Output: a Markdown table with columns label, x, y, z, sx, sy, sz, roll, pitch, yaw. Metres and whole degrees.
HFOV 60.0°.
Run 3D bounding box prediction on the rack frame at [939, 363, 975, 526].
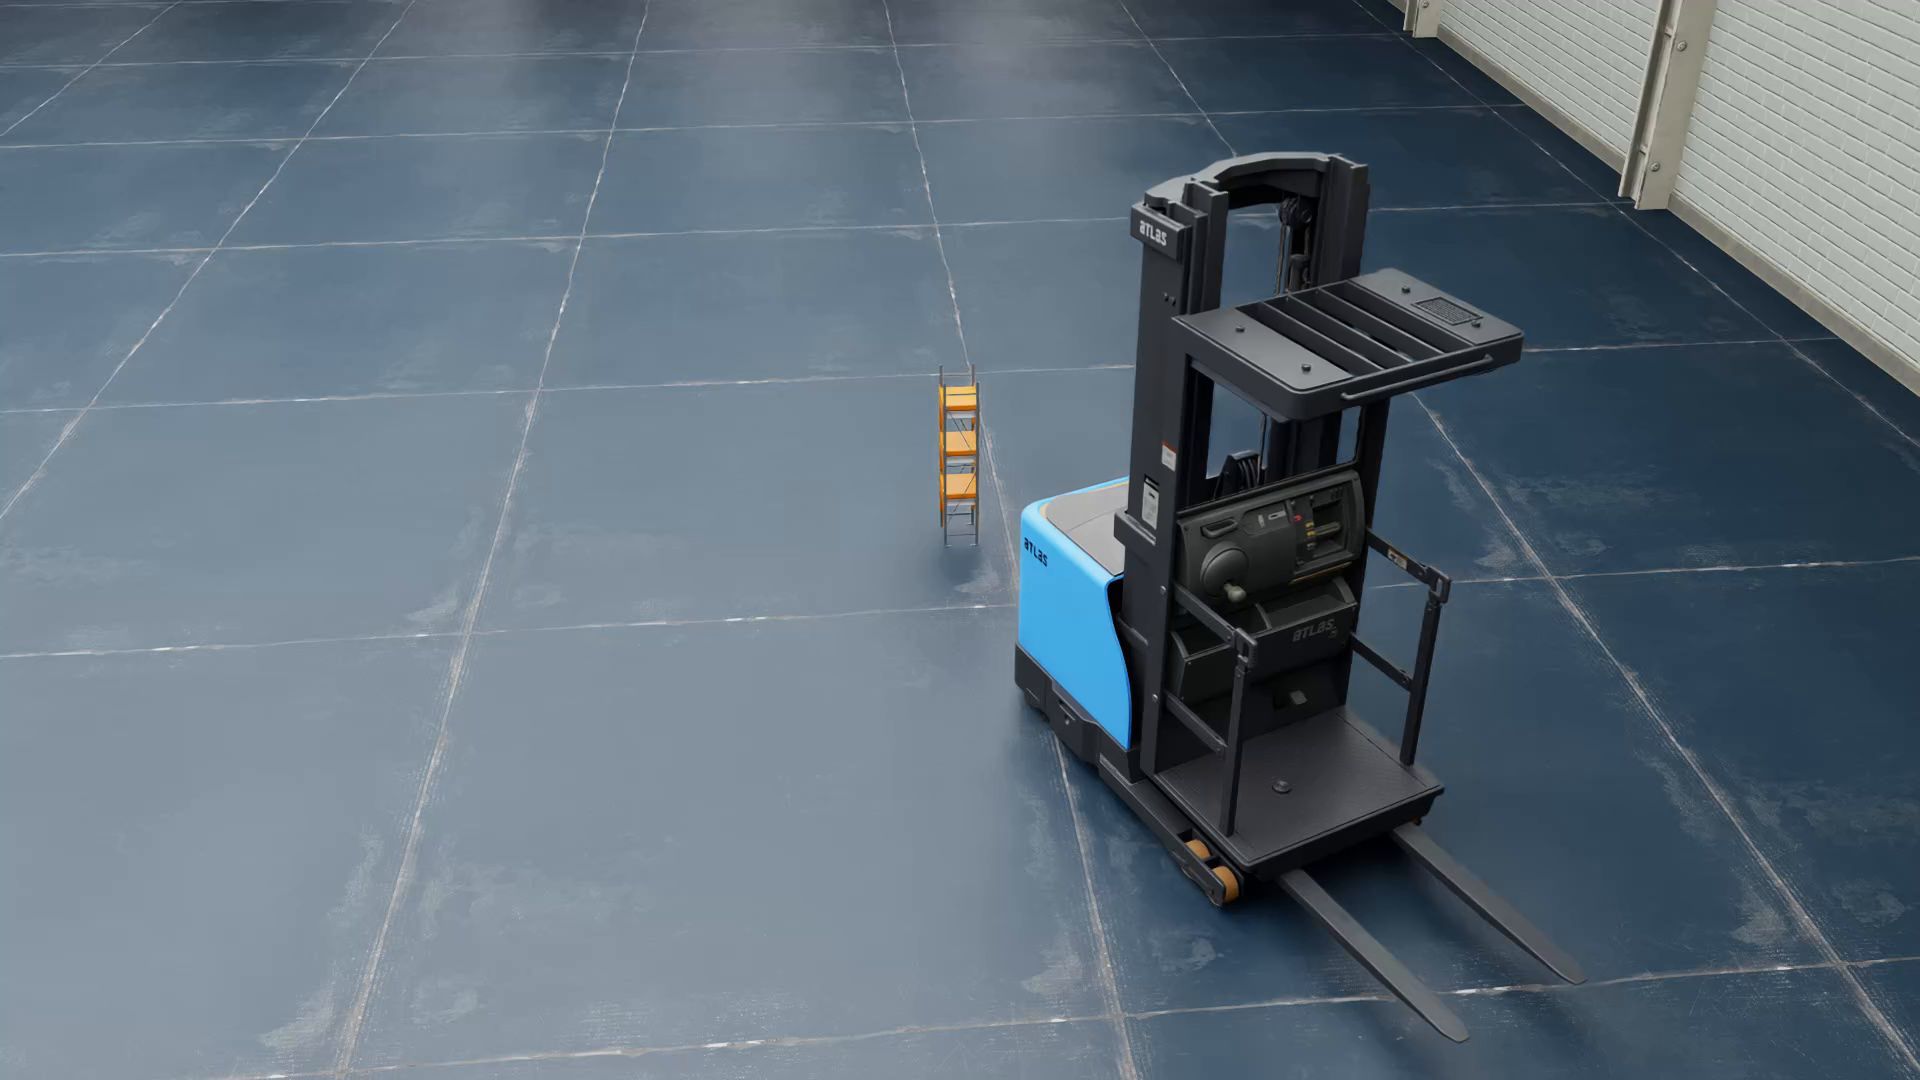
| label | x | y | z | sx | sy | sz | roll | pitch | yaw |
| --- | --- | --- | --- | --- | --- | --- | --- | --- | --- |
| rack frame | -0.016 | -0.540 | 9.631 | 0.200 | 1.050 | 0.008 | -3 | 31 | -5 |

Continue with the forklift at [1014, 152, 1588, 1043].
| label | x | y | z | sx | sy | sz | roll | pitch | yaw |
| --- | --- | --- | --- | --- | --- | --- | --- | --- | --- |
| forklift | 1.423 | 0.041 | 6.824 | 1.130 | 2.935 | 3.031 | -16 | 34 | -24 |

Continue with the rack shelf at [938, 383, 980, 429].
| label | x | y | z | sx | sy | sz | roll | pitch | yaw |
| --- | --- | --- | --- | --- | --- | --- | --- | --- | --- |
| rack shelf | -0.005 | -0.713 | 9.387 | 0.215 | 0.259 | 0.240 | -3 | 31 | -5 |

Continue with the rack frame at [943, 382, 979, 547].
| label | x | y | z | sx | sy | sz | roll | pitch | yaw |
| --- | --- | --- | --- | --- | --- | --- | --- | --- | --- |
| rack frame | 0.006 | -0.416 | 9.423 | 0.200 | 1.050 | 0.008 | -3 | 31 | -5 |

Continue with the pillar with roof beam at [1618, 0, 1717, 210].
| label | x | y | z | sx | sy | sz | roll | pitch | yaw |
| --- | --- | --- | --- | --- | --- | --- | --- | --- | --- |
| pillar with roof beam | 1.797 | -6.668 | 12.139 | 9.100 | 9.000 | 0.400 | -3 | 31 | -5 |

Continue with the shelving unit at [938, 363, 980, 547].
| label | x | y | z | sx | sy | sz | roll | pitch | yaw |
| --- | --- | --- | --- | --- | --- | --- | --- | --- | --- |
| shelving unit | -0.005 | -0.478 | 9.527 | 0.215 | 1.050 | 0.252 | -3 | 31 | -5 |

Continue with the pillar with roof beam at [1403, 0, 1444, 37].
| label | x | y | z | sx | sy | sz | roll | pitch | yaw |
| --- | --- | --- | --- | --- | --- | --- | --- | --- | --- |
| pillar with roof beam | 1.236 | -9.732 | 17.267 | 9.100 | 9.000 | 0.400 | -3 | 31 | -5 |

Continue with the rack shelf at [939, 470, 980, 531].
| label | x | y | z | sx | sy | sz | roll | pitch | yaw |
| --- | --- | --- | --- | --- | --- | --- | --- | --- | --- |
| rack shelf | -0.005 | -0.230 | 9.675 | 0.215 | 0.259 | 0.240 | -3 | 31 | -5 |

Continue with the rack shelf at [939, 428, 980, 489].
| label | x | y | z | sx | sy | sz | roll | pitch | yaw |
| --- | --- | --- | --- | --- | --- | --- | --- | --- | --- |
| rack shelf | -0.005 | -0.469 | 9.532 | 0.215 | 0.259 | 0.240 | -3 | 31 | -5 |
